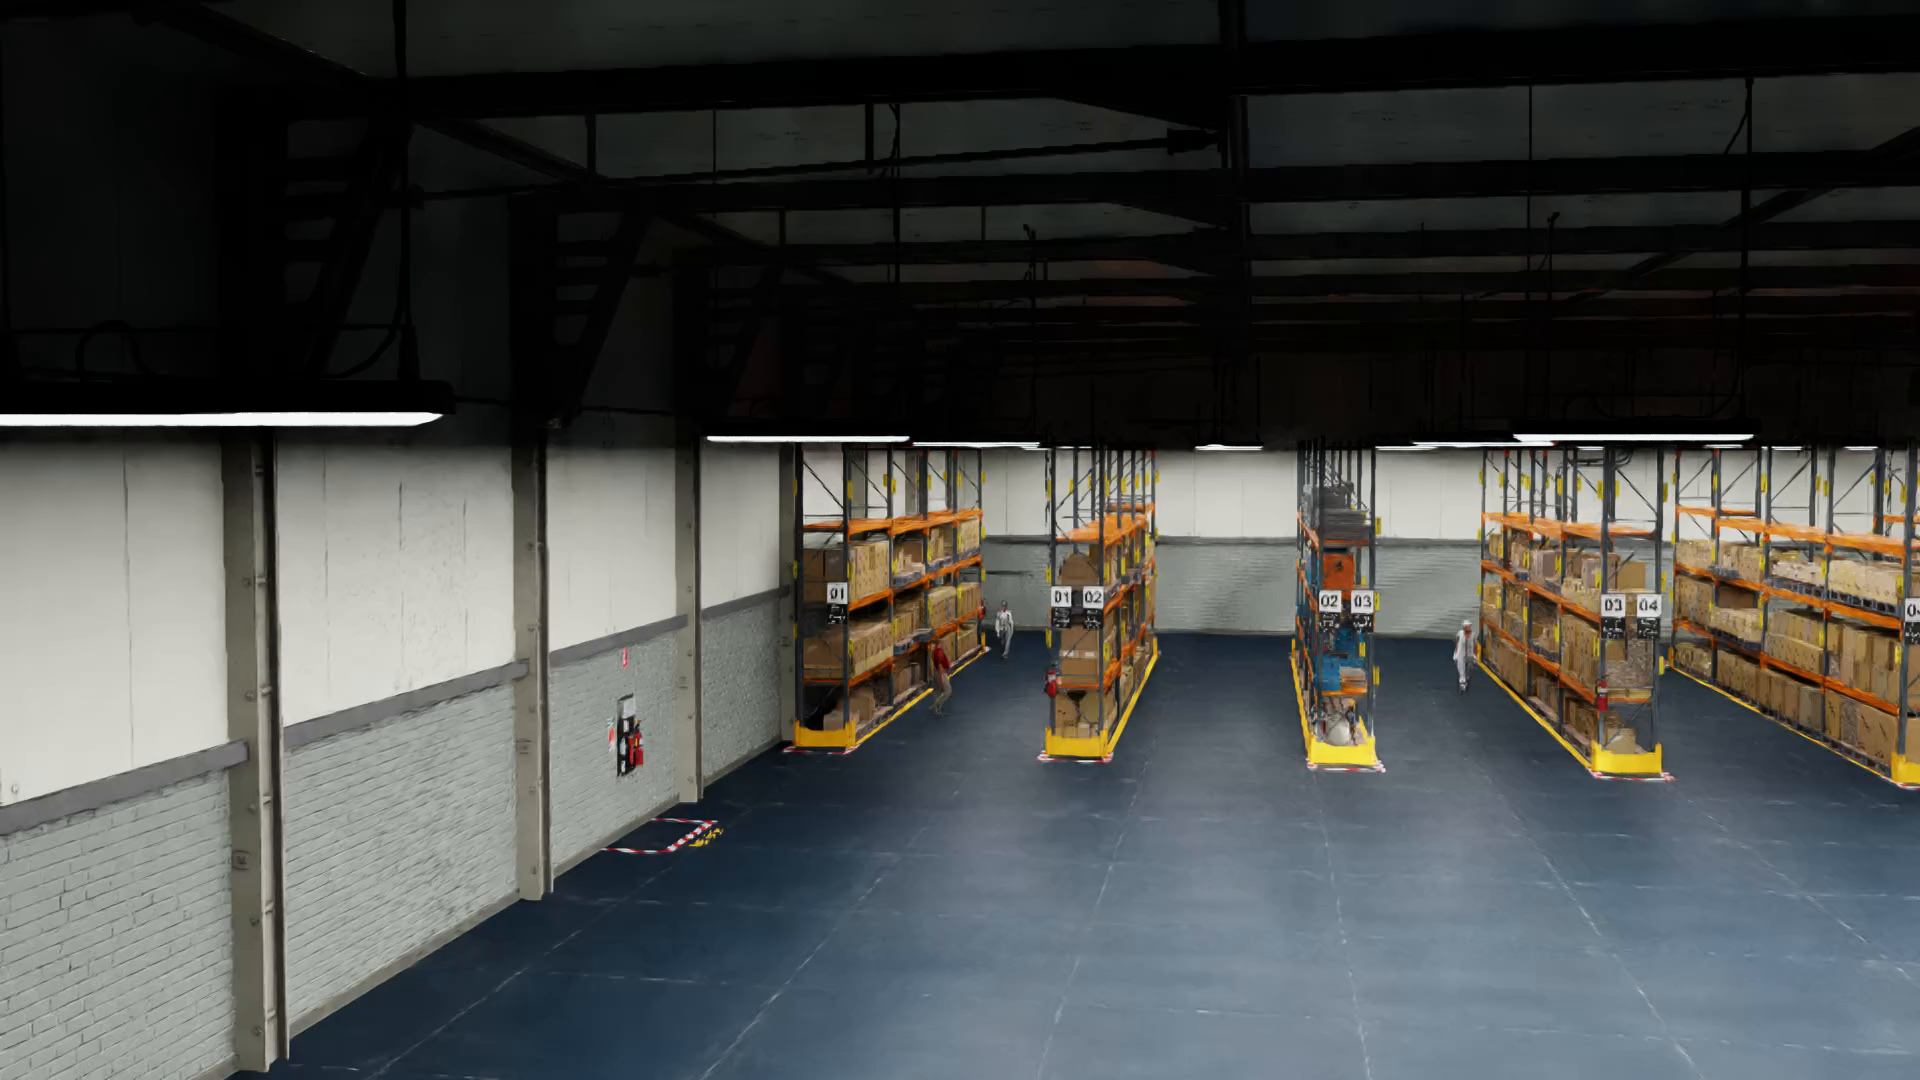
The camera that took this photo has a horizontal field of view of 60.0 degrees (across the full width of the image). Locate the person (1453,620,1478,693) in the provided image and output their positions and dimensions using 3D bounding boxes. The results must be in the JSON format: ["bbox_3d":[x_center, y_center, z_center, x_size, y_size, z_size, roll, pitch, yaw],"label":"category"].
[{"bbox_3d":[12.082,2.754,39.675,0.550,1.709,1.128,0,3,8],"label":"person"}]

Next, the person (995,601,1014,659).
[{"bbox_3d":[1.221,2.472,46.081,0.495,1.589,1.086,1,3,12],"label":"person"}]

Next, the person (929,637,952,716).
[{"bbox_3d":[-0.460,2.954,36.008,0.459,1.725,0.578,-1,3,-16],"label":"person"}]
